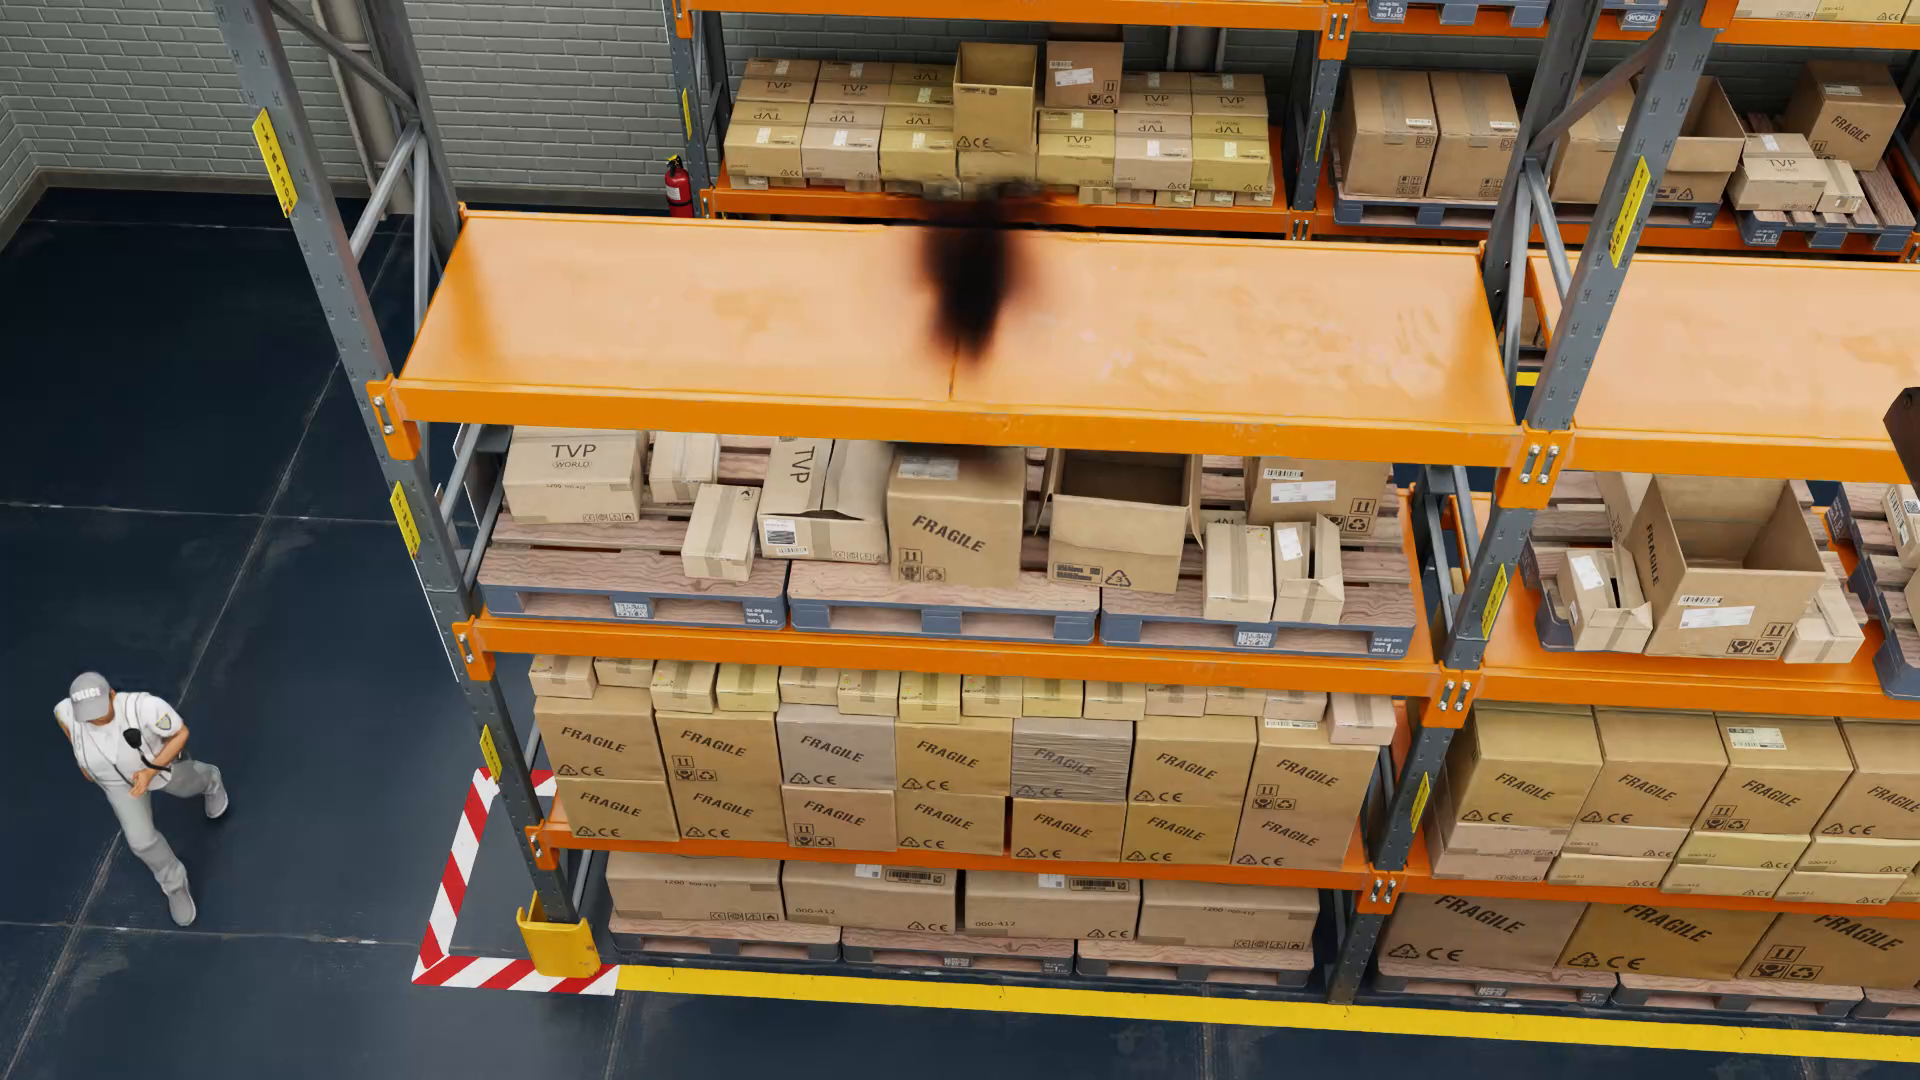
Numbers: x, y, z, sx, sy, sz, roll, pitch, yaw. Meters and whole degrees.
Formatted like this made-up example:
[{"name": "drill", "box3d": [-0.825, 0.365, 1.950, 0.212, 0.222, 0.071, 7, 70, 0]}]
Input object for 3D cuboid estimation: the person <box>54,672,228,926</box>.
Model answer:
[{"name": "person", "box3d": [-4.183, 1.167, 8.547, 0.613, 1.696, 0.892, -11, 49, -10]}]
